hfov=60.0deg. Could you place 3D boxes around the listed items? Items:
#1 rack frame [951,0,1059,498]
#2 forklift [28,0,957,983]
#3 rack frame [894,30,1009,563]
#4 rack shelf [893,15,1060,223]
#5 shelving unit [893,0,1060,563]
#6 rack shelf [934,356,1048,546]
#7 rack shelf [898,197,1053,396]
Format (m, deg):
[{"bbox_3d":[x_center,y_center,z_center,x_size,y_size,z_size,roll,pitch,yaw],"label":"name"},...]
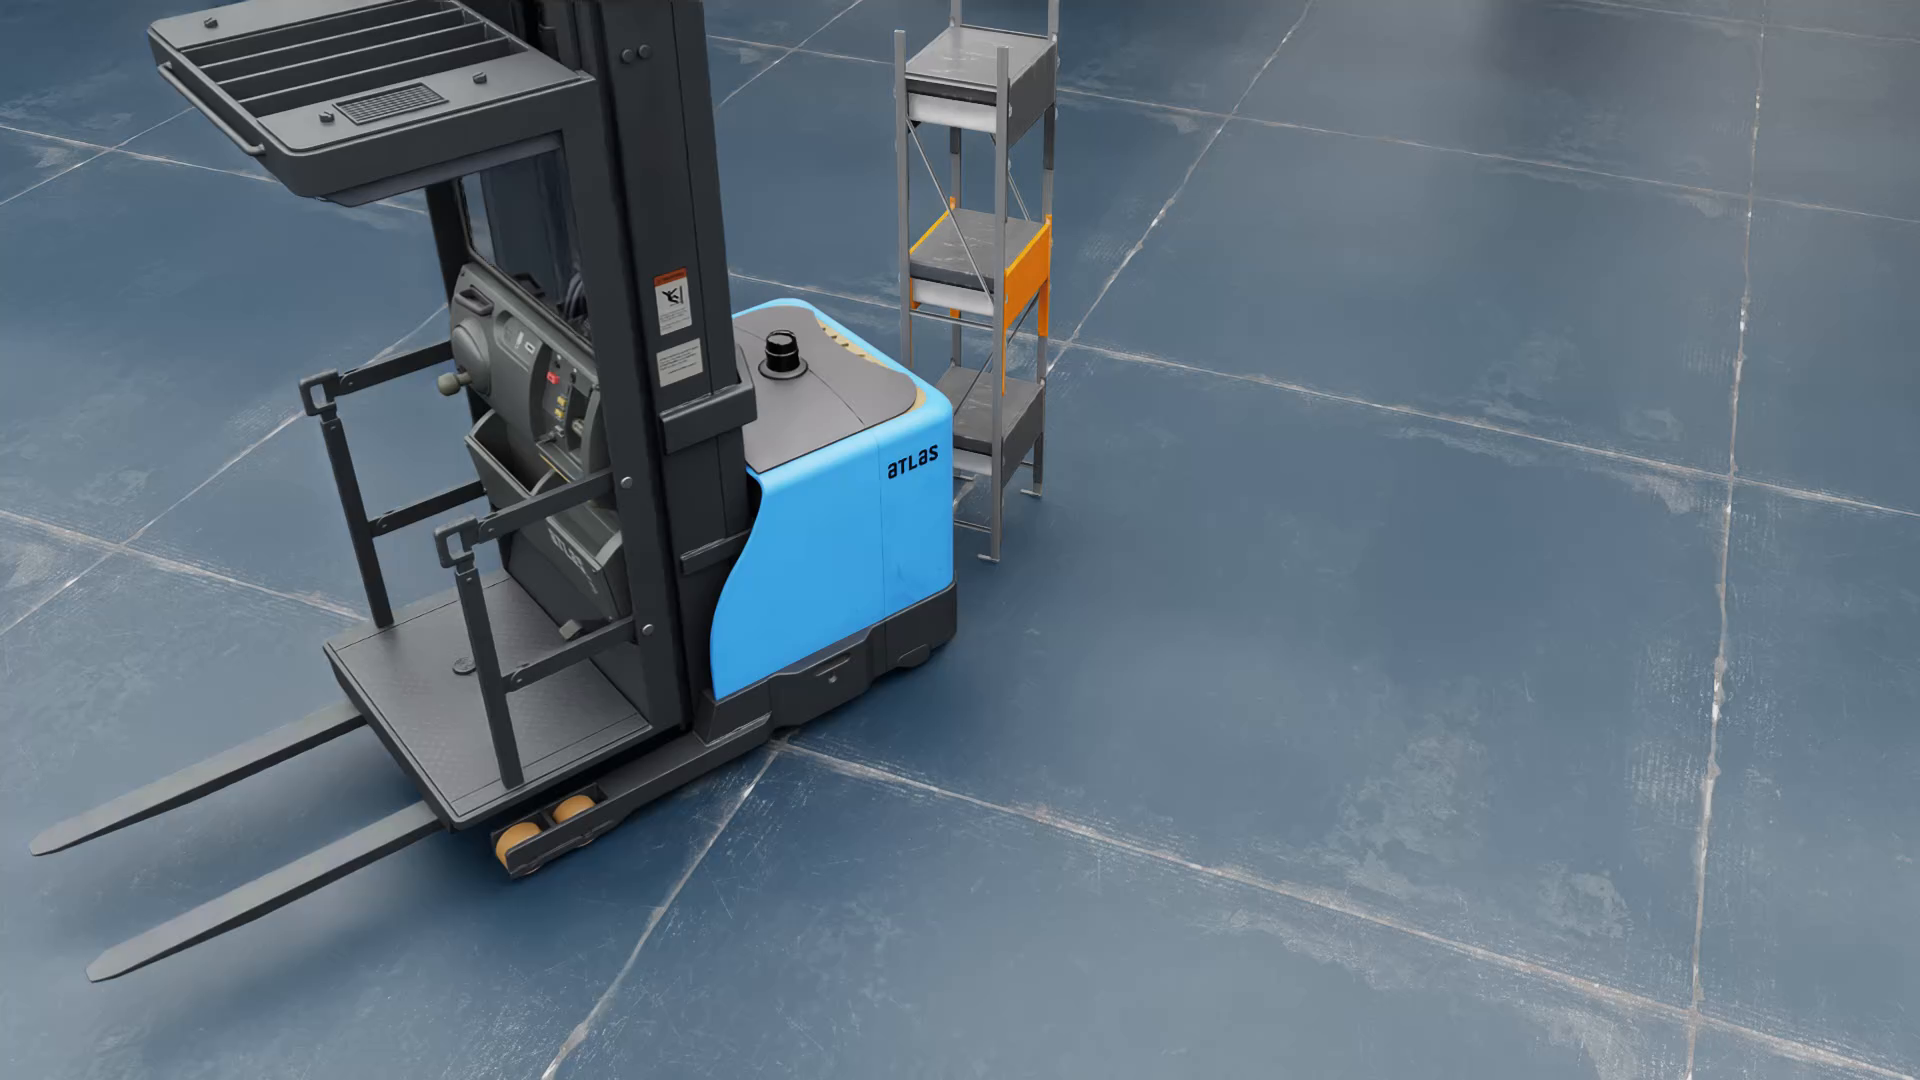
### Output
[{"bbox_3d":[0.156,-1.068,6.425,0.400,2.100,0.015,14,39,18],"label":"rack frame"},{"bbox_3d":[-1.480,-0.463,4.922,3.031,2.935,1.130,-25,44,-30],"label":"forklift"},{"bbox_3d":[-0.030,-0.798,6.063,0.400,2.100,0.015,14,39,18],"label":"rack frame"},{"bbox_3d":[0.063,-1.482,5.833,0.431,0.518,0.480,14,39,18],"label":"rack shelf"},{"bbox_3d":[0.063,-0.933,6.244,0.431,2.100,0.503,14,39,18],"label":"shelving unit"},{"bbox_3d":[0.063,-0.361,6.671,0.431,0.518,0.480,14,39,18],"label":"rack shelf"},{"bbox_3d":[0.063,-0.922,6.252,0.431,0.518,0.480,14,39,18],"label":"rack shelf"}]
